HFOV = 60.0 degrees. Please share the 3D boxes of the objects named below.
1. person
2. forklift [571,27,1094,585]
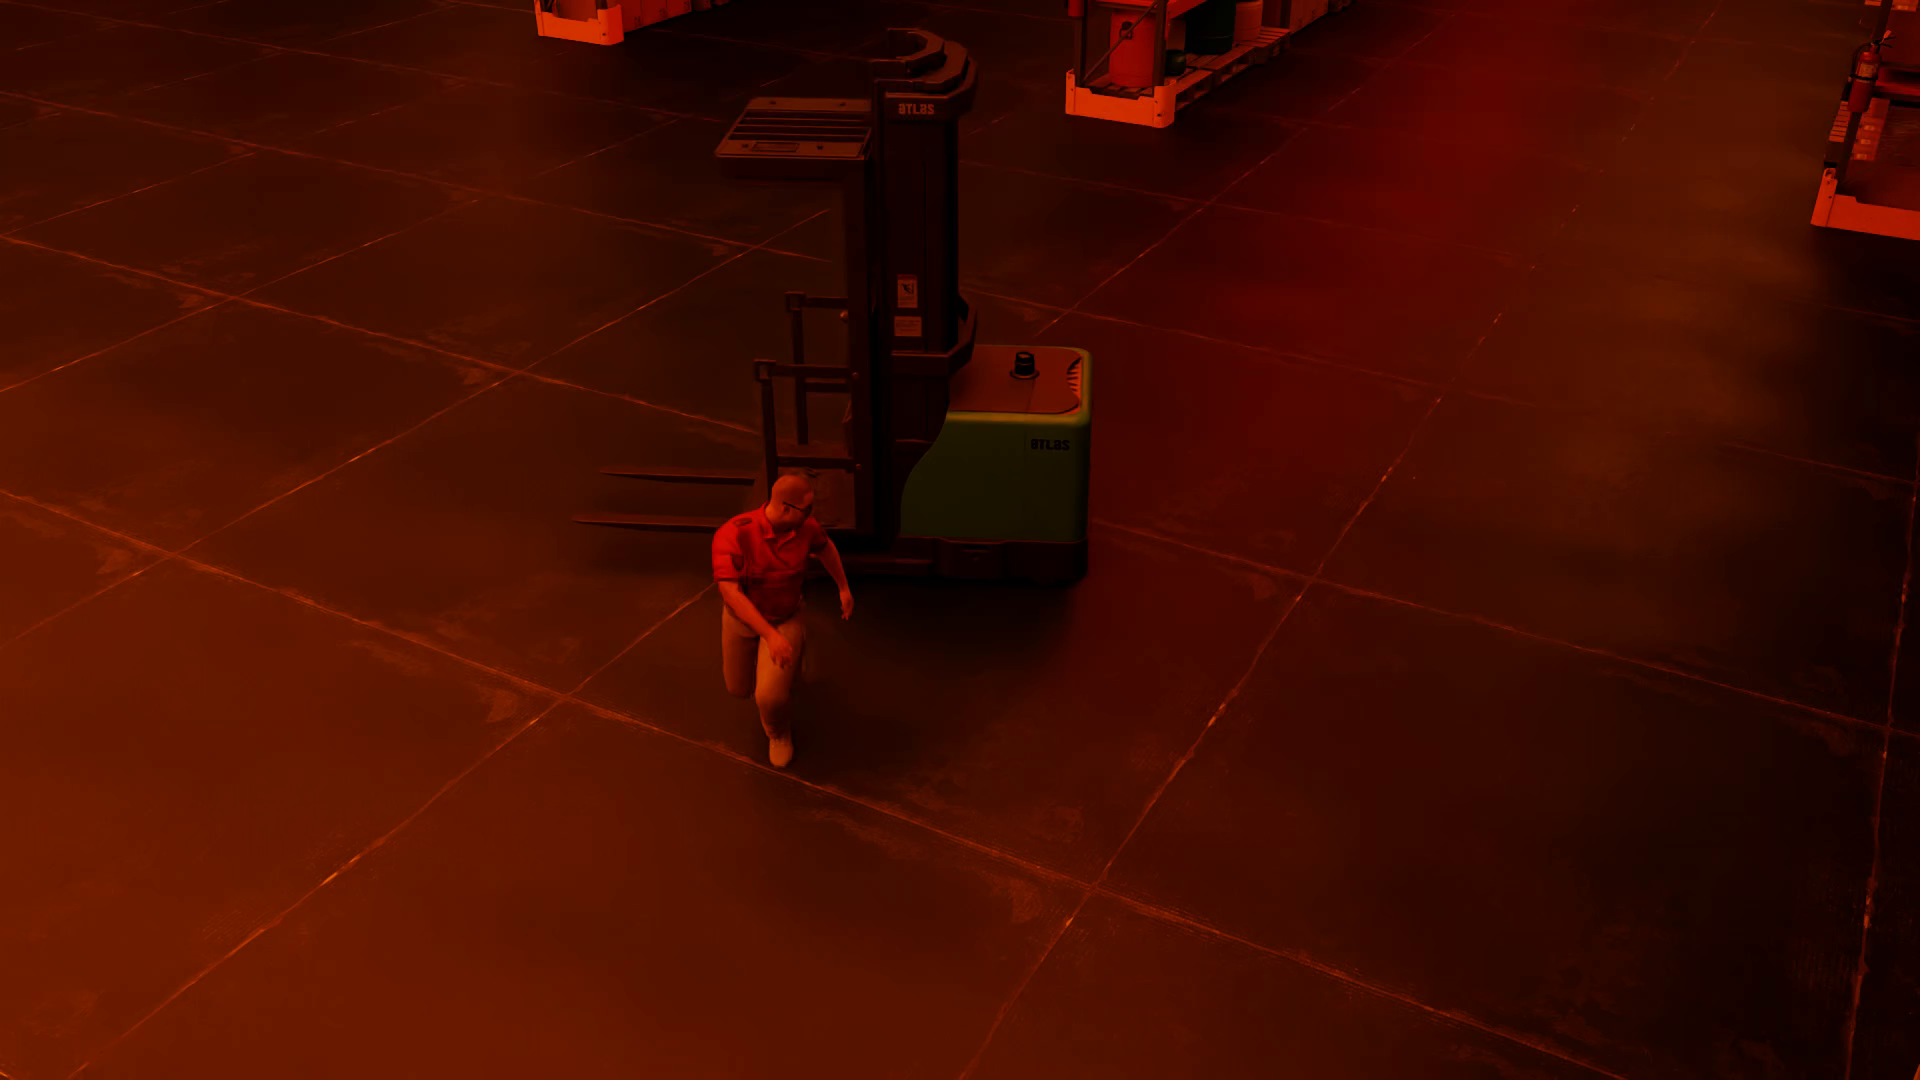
[{"bbox_3d":[-0.841,0.327,8.000,0.636,1.503,0.897,0,30,0],"label":"person"},{"bbox_3d":[-0.747,-1.299,9.322,3.031,2.935,1.130,2,30,4],"label":"forklift"}]
